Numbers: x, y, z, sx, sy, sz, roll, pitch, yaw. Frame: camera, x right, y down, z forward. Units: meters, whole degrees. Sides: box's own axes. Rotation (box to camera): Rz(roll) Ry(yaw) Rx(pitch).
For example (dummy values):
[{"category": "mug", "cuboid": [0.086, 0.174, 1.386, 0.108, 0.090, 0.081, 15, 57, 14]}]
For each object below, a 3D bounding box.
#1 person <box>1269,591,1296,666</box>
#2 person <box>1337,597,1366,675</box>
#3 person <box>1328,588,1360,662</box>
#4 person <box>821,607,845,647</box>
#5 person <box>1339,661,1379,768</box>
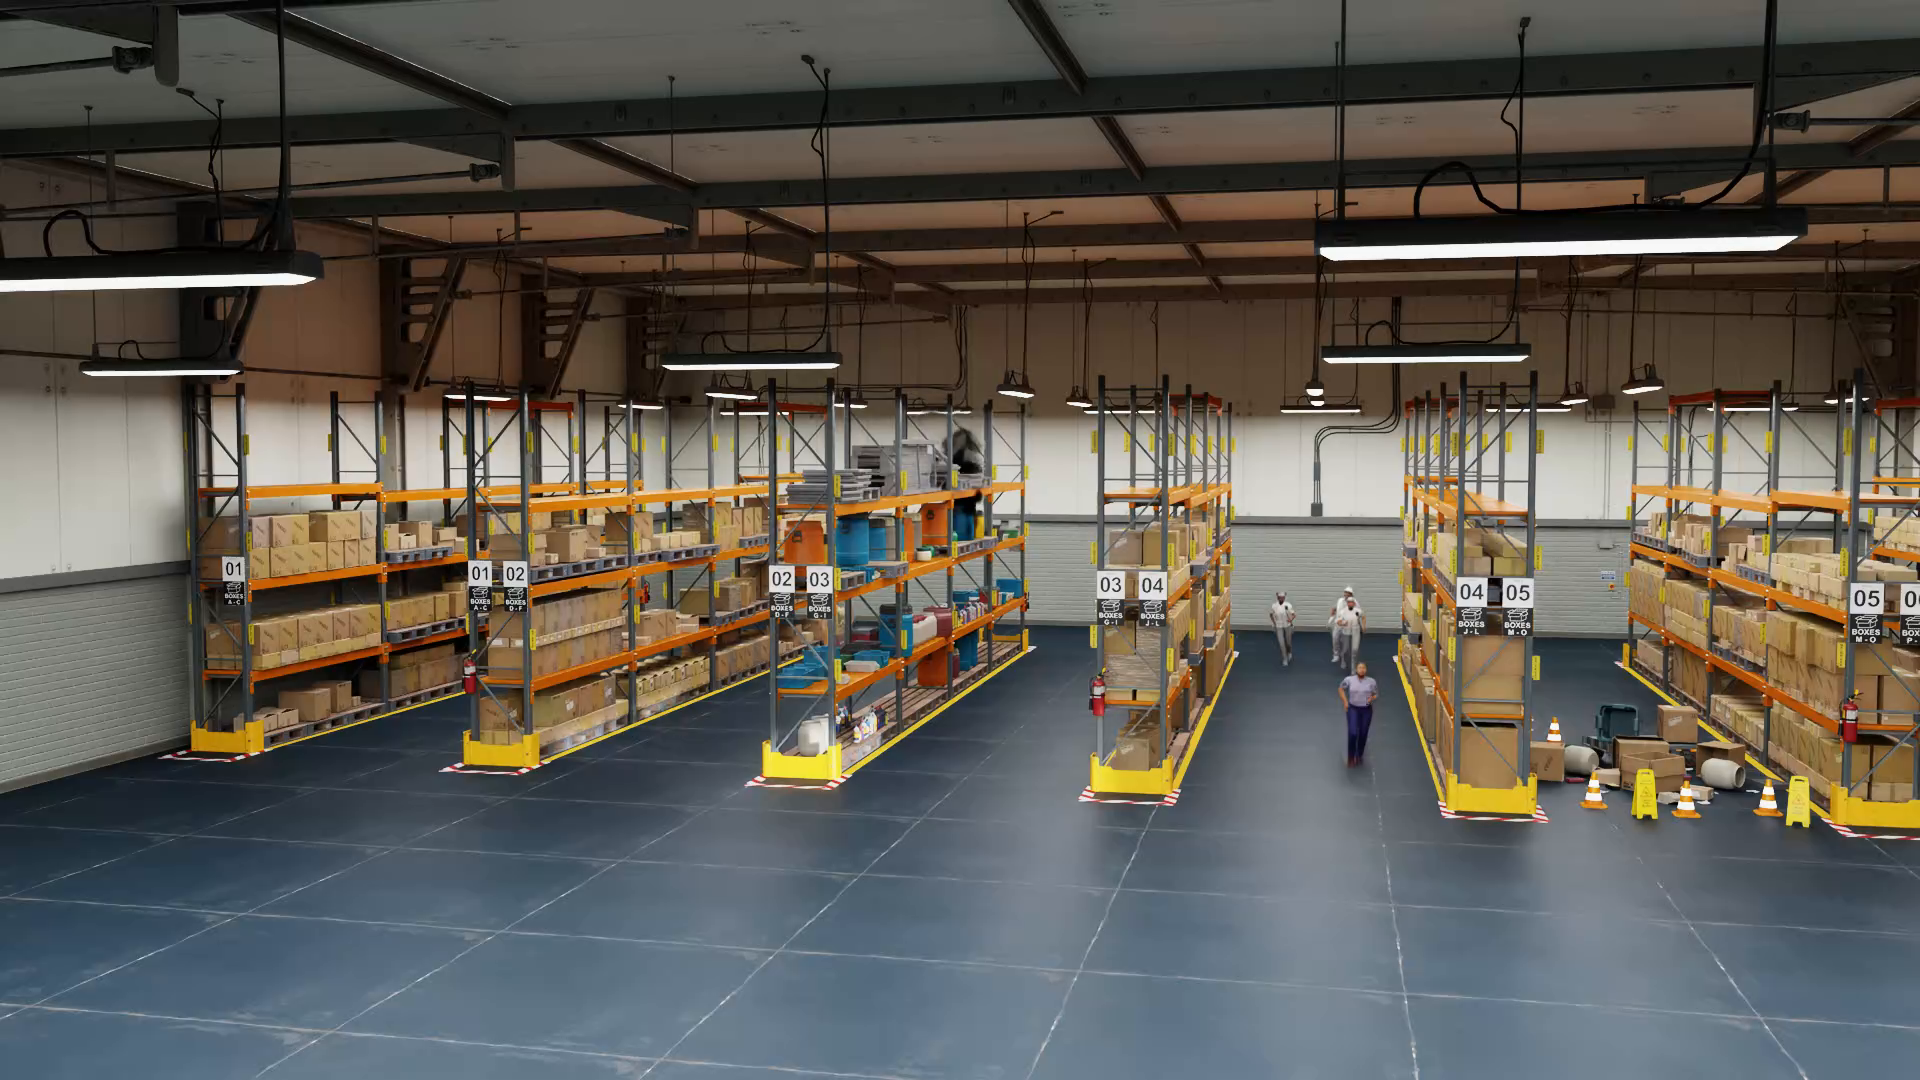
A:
[{"category": "person", "cuboid": [7.365, 2.002, 38.001, 0.592, 1.698, 0.778, 1, 3, 11]}, {"category": "person", "cuboid": [8.581, 2.097, 36.474, 0.615, 1.687, 0.929, 1, 3, 14]}, {"category": "person", "cuboid": [8.878, 1.954, 38.412, 0.736, 1.726, 0.619, 2, 4, 35]}, {"category": "person", "cuboid": [-2.563, 1.964, 33.682, 0.591, 1.738, 0.730, 1, 3, 18]}, {"category": "person", "cuboid": [6.213, 2.718, 25.860, 0.579, 1.677, 0.703, 0, 3, 4]}]
